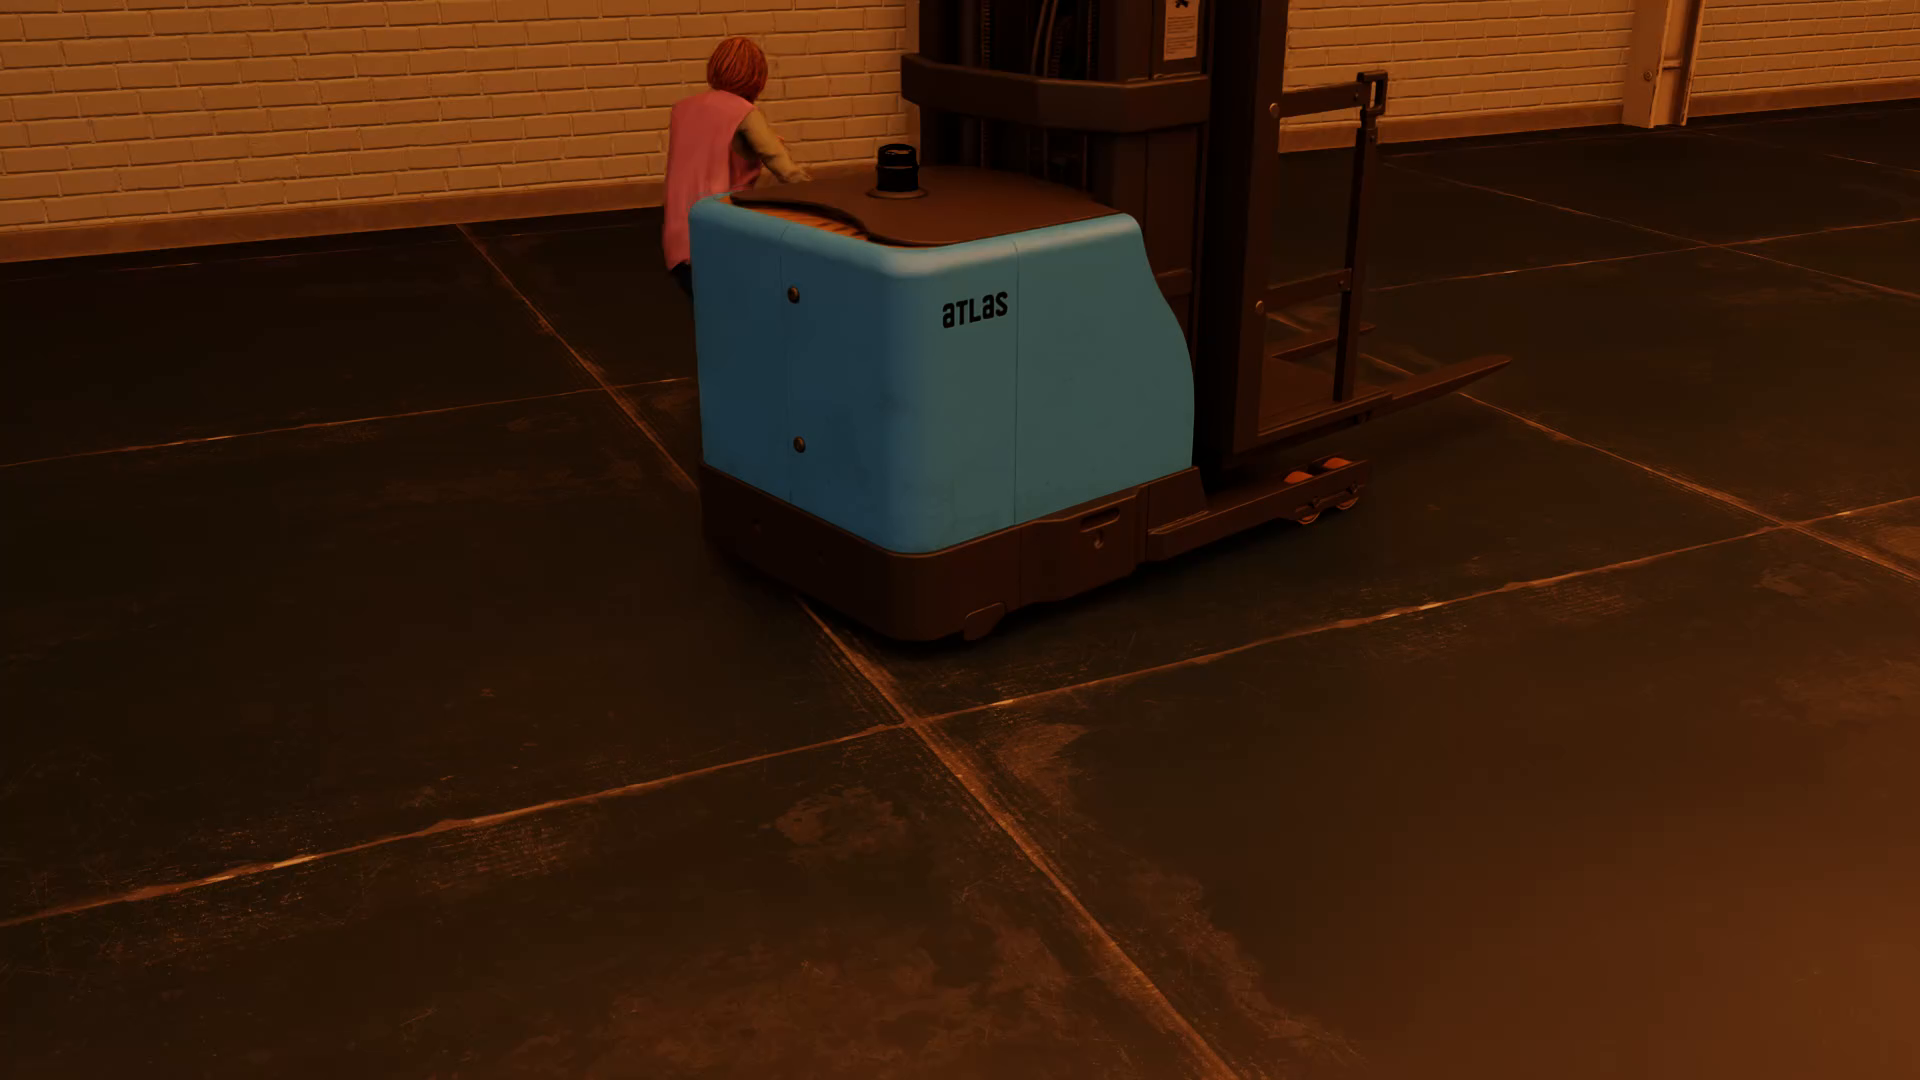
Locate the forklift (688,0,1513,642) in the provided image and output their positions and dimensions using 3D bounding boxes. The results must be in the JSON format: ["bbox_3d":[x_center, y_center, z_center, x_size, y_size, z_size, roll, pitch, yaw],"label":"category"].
[{"bbox_3d":[0.680,-1.538,4.988,3.031,2.935,1.130,-18,29,-37],"label":"forklift"}]

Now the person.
[{"bbox_3d":[-0.632,-1.036,5.823,0.916,1.356,0.838,10,24,22],"label":"person"}]
